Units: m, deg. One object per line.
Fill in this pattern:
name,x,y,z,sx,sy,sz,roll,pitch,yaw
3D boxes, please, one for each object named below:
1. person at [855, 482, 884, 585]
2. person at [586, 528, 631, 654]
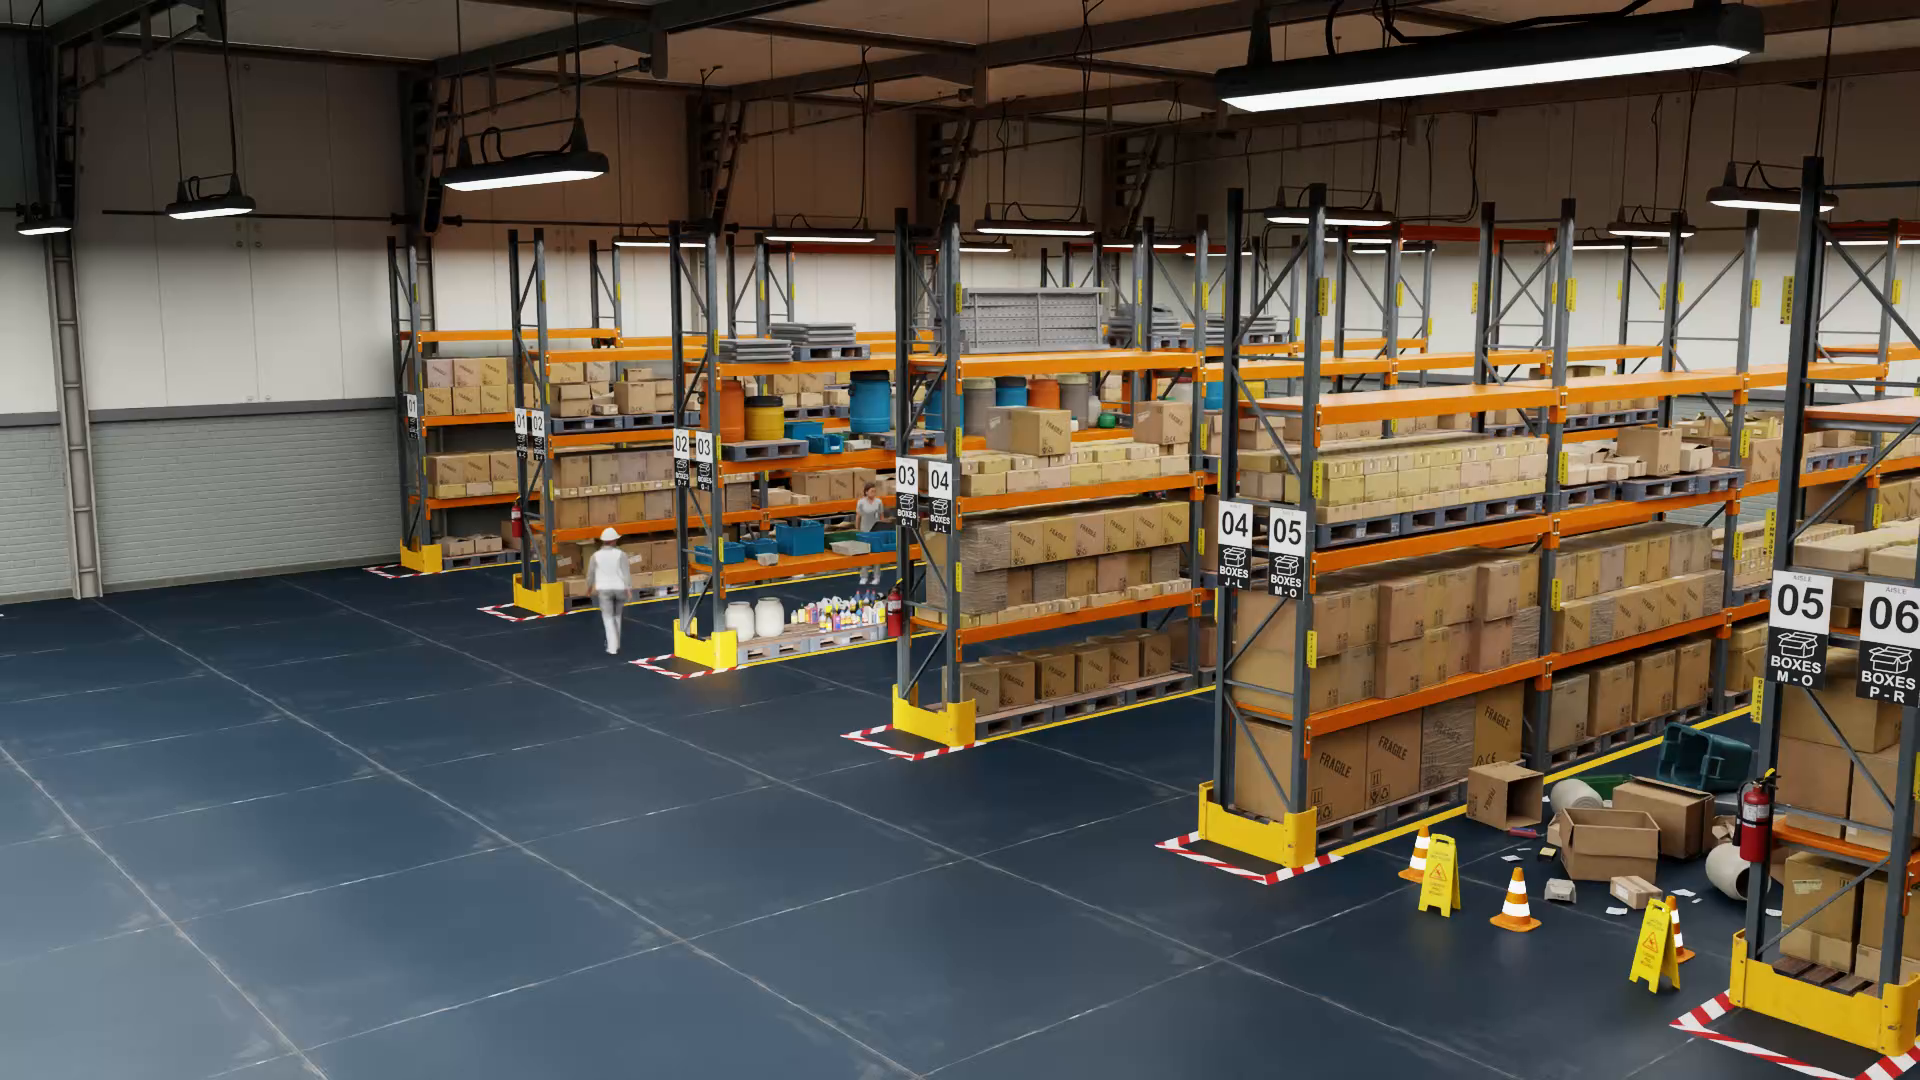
person,-1.471,-0.115,27.078,0.467,1.686,0.377,0,9,2
person,-4.951,0.727,23.406,0.533,1.815,0.690,-6,11,-34
